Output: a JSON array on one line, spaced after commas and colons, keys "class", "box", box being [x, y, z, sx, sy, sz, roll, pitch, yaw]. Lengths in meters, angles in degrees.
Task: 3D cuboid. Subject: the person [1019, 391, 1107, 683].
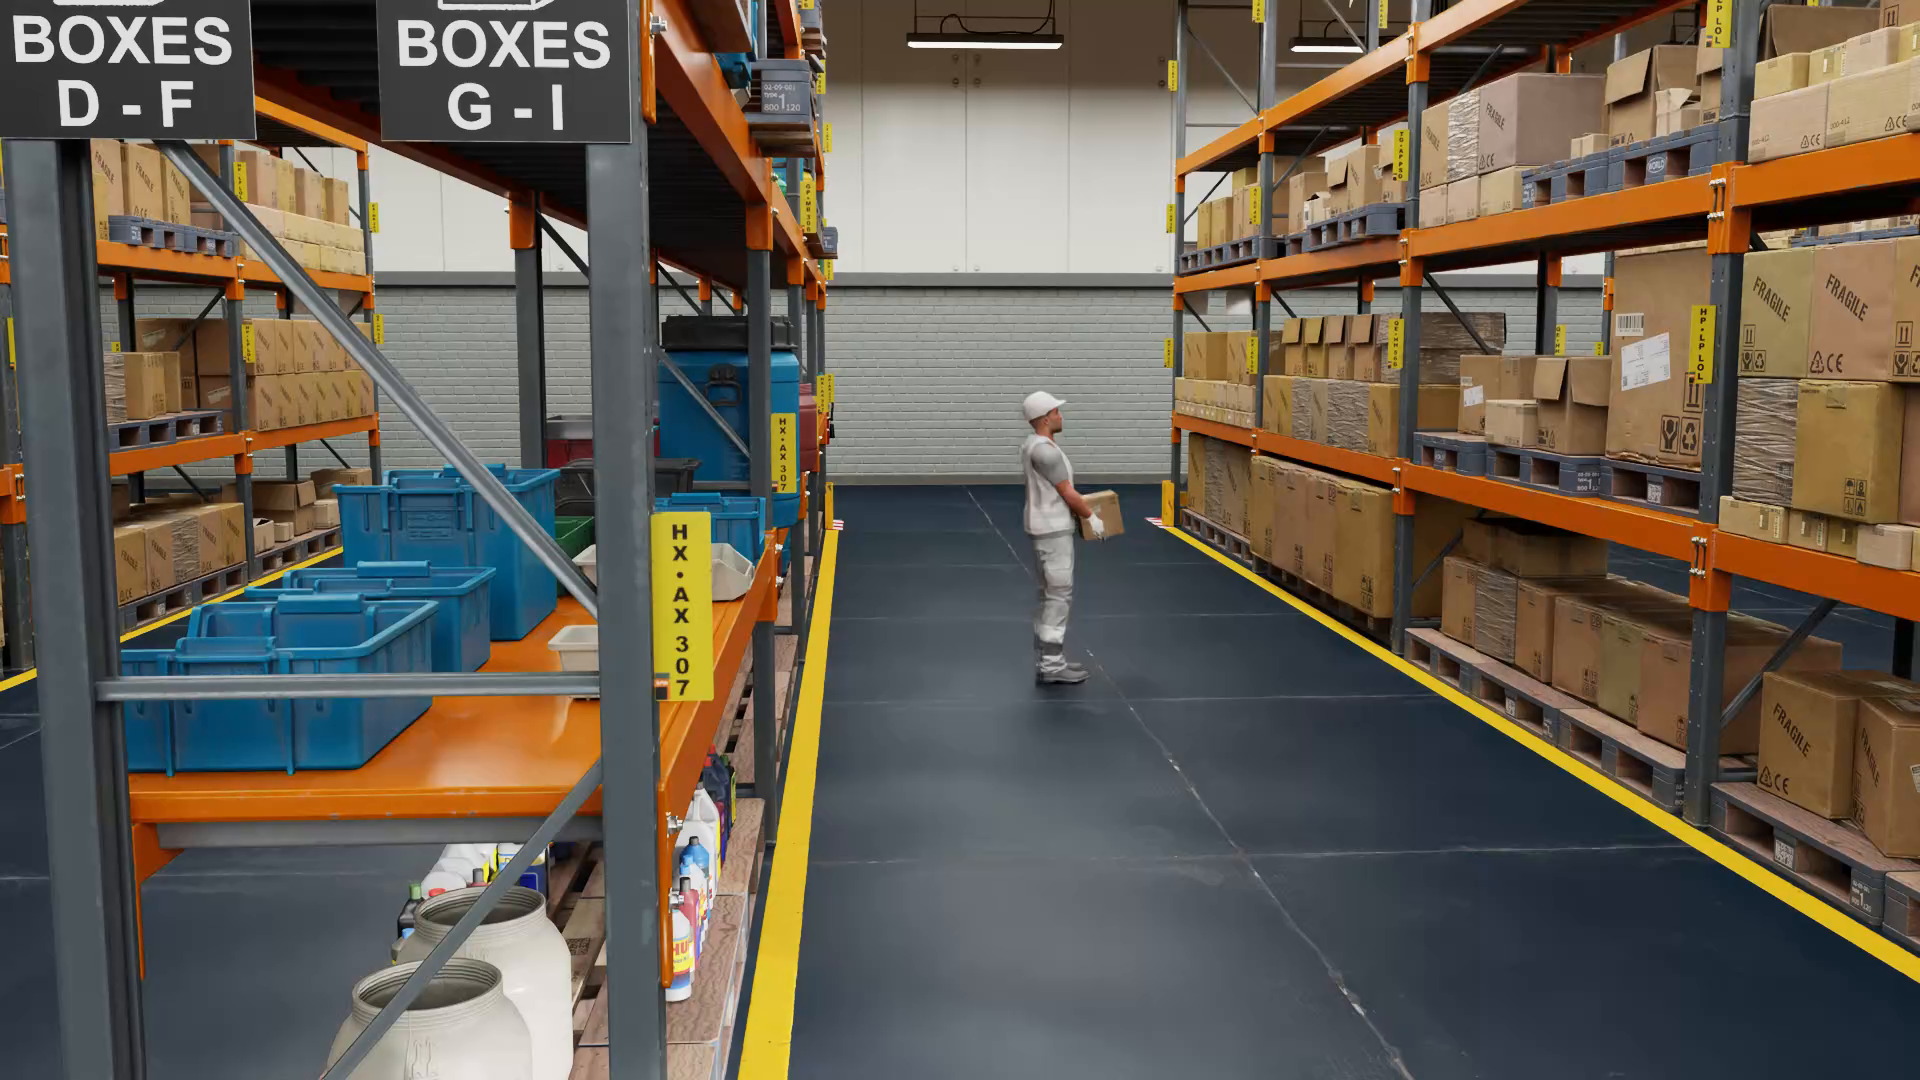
[{"class": "person", "box": [0.656, -0.029, 10.376, 0.556, 1.792, 0.510, -1, 7, -8]}]
